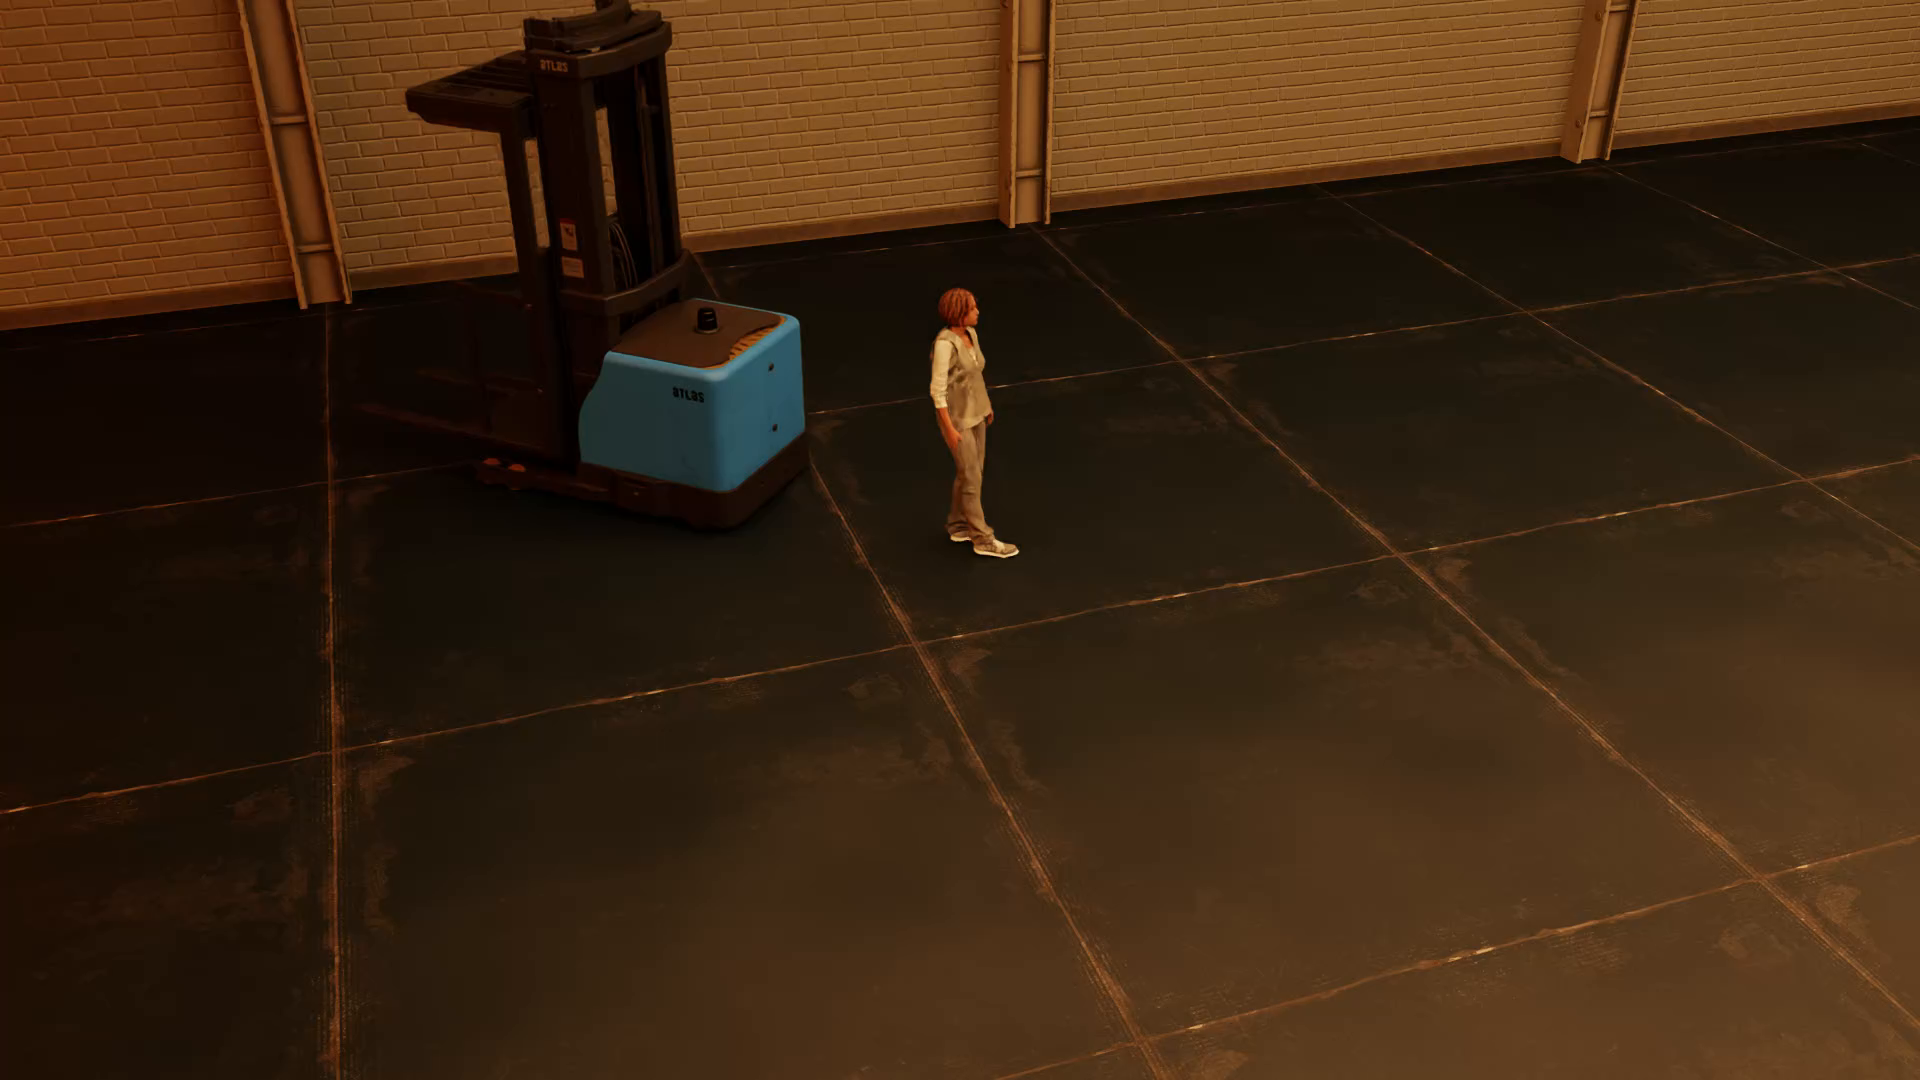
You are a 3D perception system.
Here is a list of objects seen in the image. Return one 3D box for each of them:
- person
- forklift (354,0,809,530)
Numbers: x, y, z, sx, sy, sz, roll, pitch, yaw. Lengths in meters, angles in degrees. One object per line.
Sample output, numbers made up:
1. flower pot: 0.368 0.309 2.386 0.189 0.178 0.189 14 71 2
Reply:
1. person: 0.120 -0.668 9.591 0.542 1.597 0.499 13 33 22
2. forklift: -2.538 -1.811 10.234 3.031 2.935 1.130 13 32 21
